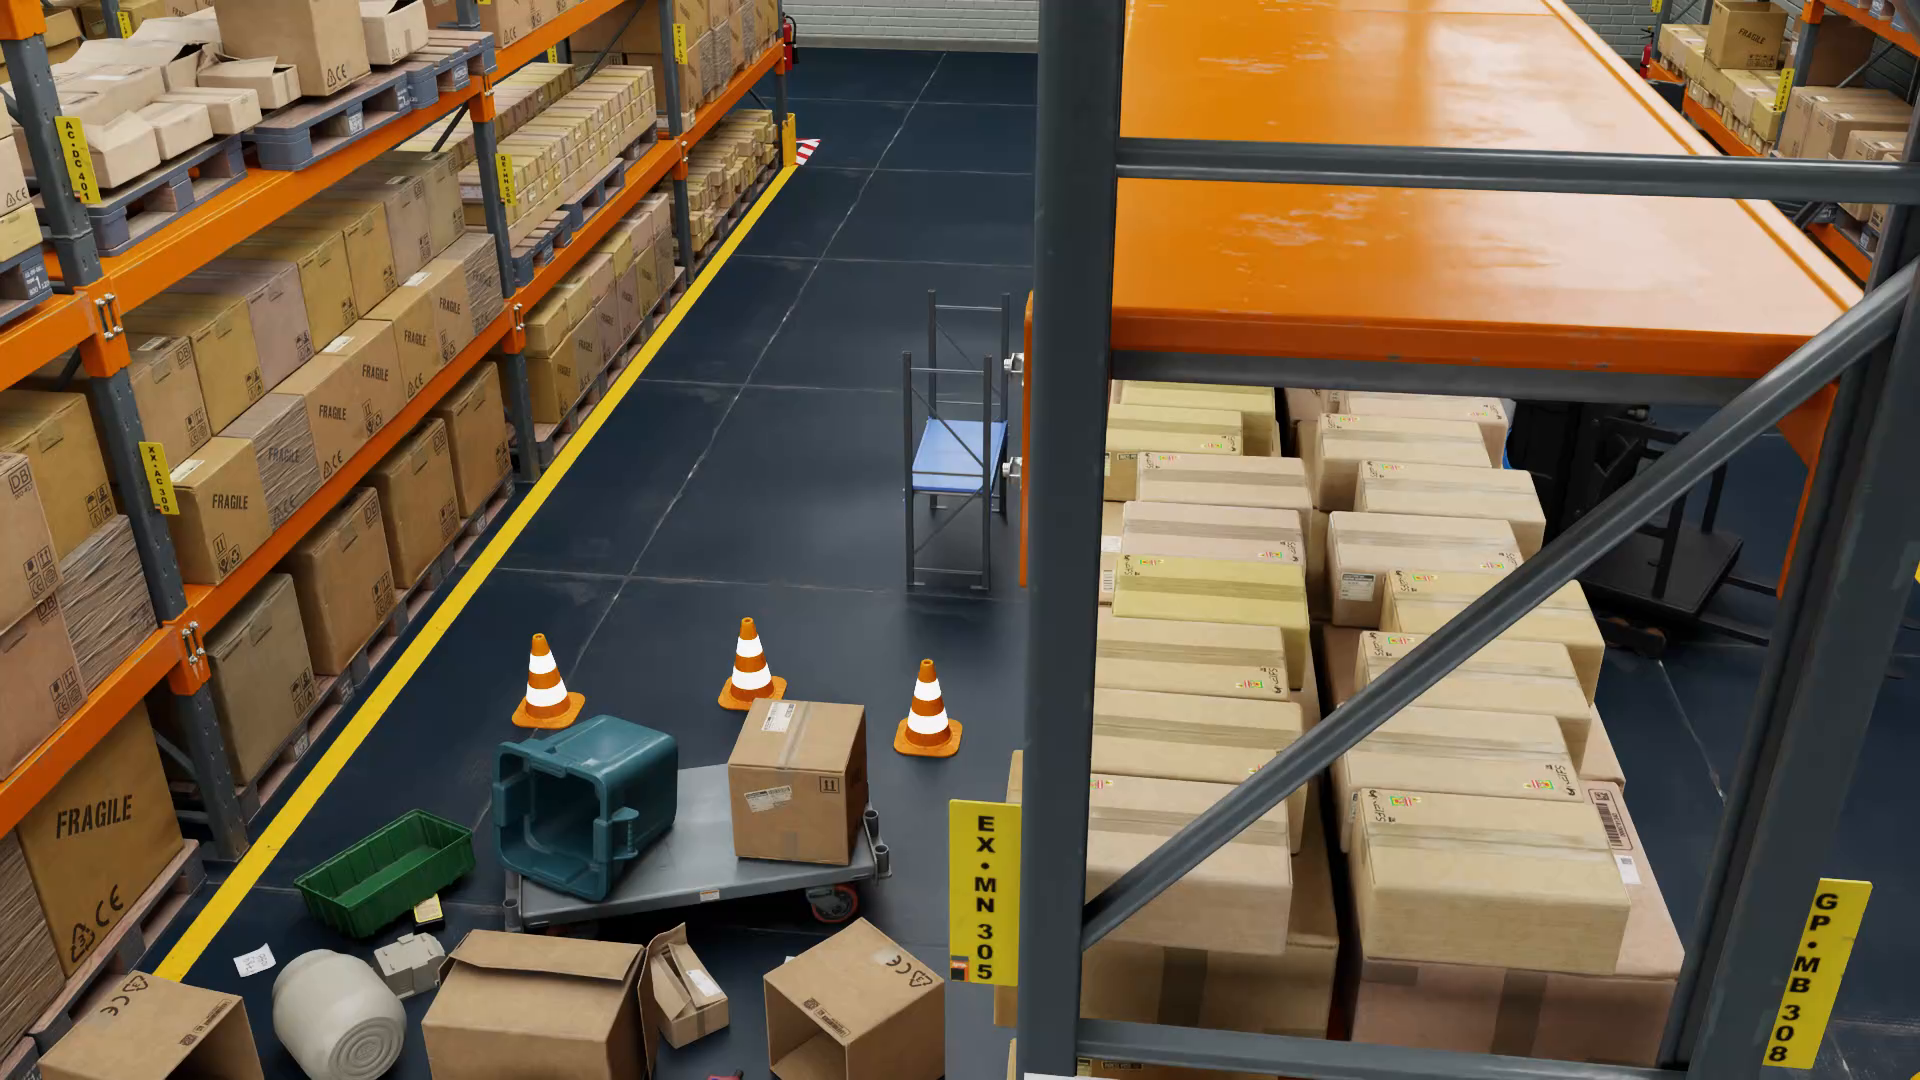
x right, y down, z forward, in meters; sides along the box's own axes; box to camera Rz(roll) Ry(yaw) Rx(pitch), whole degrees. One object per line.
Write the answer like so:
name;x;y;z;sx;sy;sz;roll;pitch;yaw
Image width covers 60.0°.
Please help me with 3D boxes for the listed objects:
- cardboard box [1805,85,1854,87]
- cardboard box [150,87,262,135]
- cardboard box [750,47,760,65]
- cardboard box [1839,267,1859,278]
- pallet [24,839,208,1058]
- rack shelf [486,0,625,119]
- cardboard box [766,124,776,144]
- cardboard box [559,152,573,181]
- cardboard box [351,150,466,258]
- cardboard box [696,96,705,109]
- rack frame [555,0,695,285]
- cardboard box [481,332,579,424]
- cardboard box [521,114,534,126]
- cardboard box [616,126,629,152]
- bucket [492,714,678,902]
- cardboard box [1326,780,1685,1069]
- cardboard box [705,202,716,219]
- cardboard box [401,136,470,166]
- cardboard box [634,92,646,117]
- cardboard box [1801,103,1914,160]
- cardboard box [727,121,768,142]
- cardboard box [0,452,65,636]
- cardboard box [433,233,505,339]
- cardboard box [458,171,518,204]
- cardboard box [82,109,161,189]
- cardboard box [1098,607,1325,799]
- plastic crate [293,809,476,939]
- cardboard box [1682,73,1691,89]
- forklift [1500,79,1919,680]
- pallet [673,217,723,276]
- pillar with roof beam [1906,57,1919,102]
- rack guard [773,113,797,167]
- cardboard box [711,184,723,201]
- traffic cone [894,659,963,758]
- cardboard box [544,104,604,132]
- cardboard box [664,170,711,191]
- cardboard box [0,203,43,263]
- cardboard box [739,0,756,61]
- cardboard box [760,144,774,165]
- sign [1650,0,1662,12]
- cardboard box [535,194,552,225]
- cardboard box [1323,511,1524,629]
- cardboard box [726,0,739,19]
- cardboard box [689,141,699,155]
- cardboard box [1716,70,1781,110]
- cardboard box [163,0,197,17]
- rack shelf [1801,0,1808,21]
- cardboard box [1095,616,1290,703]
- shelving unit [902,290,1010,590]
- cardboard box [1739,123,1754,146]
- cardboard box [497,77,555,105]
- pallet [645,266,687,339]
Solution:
cardboard box;7.429;-3.869;14.405;0.500;0.250;0.500;4;29;7
cardboard box;-3.422;-1.952;7.556;0.380;0.149;0.250;3;28;6
cardboard box;-2.232;-4.881;16.705;0.380;0.149;0.250;4;29;8
cardboard box;6.675;-1.938;12.485;0.380;0.149;0.250;3;28;5
pallet;-4.022;1.713;7.140;1.003;0.211;1.213;3;28;6
rack shelf;-3.116;-3.696;11.837;1.077;0.370;4.000;3;28;6
cardboard box;-2.162;-4.313;17.634;0.380;0.149;0.250;3;28;5
cardboard box;-2.980;-2.662;11.829;0.380;0.149;0.250;3;28;6
cardboard box;-3.426;-2.025;9.978;0.700;0.500;0.500;3;28;6
cardboard box;-2.534;-4.020;15.106;0.380;0.149;0.250;2;28;4
rack frame;-2.871;-3.634;14.125;1.000;3.000;0.127;3;28;6
cardboard box;-3.021;-1.154;11.714;0.500;0.500;0.500;2;28;4
cardboard box;-3.499;-3.187;12.804;0.380;0.149;0.250;4;29;8
cardboard box;-2.818;-3.152;13.053;0.380;0.149;0.250;2;28;4
bucket;-1.580;1.102;7.183;0.726;0.611;0.620;14;21;24
cardboard box;0.910;0.648;2.859;0.500;0.250;0.500;3;28;5
cardboard box;-2.515;-3.084;15.667;0.380;0.149;0.250;3;28;5
cardboard box;-3.662;-2.712;11.608;0.380;0.149;0.250;4;29;8
cardboard box;-2.755;-3.516;13.415;0.380;0.149;0.250;4;29;7
cardboard box;6.636;-2.878;12.173;0.700;0.500;0.500;4;29;7
cardboard box;-2.188;-4.200;17.112;0.380;0.149;0.250;3;28;5
cardboard box;-3.883;0.028;6.032;0.875;0.550;0.550;3;28;6
cardboard box;-3.150;-1.568;10.184;0.500;0.500;0.500;3;28;6
cardboard box;-3.112;-2.296;10.836;0.380;0.149;0.250;3;28;6
cardboard box;-3.530;-1.628;6.833;0.258;0.266;0.396;3;28;5
cardboard box;0.455;0.377;3.362;0.500;0.250;0.500;3;28;6
plastic crate;-2.572;1.502;7.495;0.450;0.188;0.662;9;28;37
cardboard box;7.084;-4.377;15.769;0.380;0.149;0.250;4;29;8
forklift;3.933;-0.918;9.155;3.031;2.935;1.130;19;34;31
pallet;-2.824;-2.725;15.377;1.003;0.211;1.213;3;28;6
pillar with roof beam;3.688;-6.274;12.700;9.100;9.000;0.400;3;28;6
rack guard;-2.390;-4.381;18.146;1.175;0.500;0.348;3;28;6
cardboard box;-2.480;-3.343;15.834;0.380;0.149;0.250;5;29;9
traffic cone;-0.164;0.824;8.525;0.336;0.463;0.334;3;28;6
cardboard box;-2.887;-3.156;12.433;0.380;0.149;0.250;2;28;4
cardboard box;-2.539;-3.348;15.530;0.380;0.149;0.250;3;28;5
cardboard box;-3.579;-1.117;6.007;0.380;0.149;0.250;3;28;6
cardboard box;-2.301;-4.984;16.212;0.500;0.500;0.500;3;29;6
cardboard box;-2.169;-4.060;17.478;0.380;0.149;0.250;4;29;8
sign;6.932;-5.403;16.495;0.100;0.325;0.005;3;28;6
cardboard box;-3.040;-2.278;11.429;0.380;0.149;0.250;5;29;9
cardboard box;0.977;0.069;3.514;0.380;0.149;0.250;3;28;6
cardboard box;-2.369;-5.169;15.501;0.500;0.500;0.500;2;28;4
cardboard box;-2.846;-3.982;16.707;0.380;0.149;0.250;4;29;8
cardboard box;6.922;-3.897;14.457;0.500;0.250;0.500;3;28;6
cardboard box;-7.401;-4.807;15.356;0.500;0.500;0.500;3;28;6
rack shelf;7.226;-5.053;14.354;1.077;0.370;4.000;3;28;6
cardboard box;0.415;0.277;3.127;0.380;0.149;0.250;3;28;6
shelving unit;-0.010;-0.620;10.112;0.538;1.500;1.048;3;28;6
cardboard box;6.787;-3.409;13.972;0.380;0.149;0.250;4;29;8
cardboard box;-3.438;-3.559;13.181;0.380;0.149;0.250;4;29;7
pallet;-2.965;-2.040;14.106;1.003;0.211;1.213;3;28;6
